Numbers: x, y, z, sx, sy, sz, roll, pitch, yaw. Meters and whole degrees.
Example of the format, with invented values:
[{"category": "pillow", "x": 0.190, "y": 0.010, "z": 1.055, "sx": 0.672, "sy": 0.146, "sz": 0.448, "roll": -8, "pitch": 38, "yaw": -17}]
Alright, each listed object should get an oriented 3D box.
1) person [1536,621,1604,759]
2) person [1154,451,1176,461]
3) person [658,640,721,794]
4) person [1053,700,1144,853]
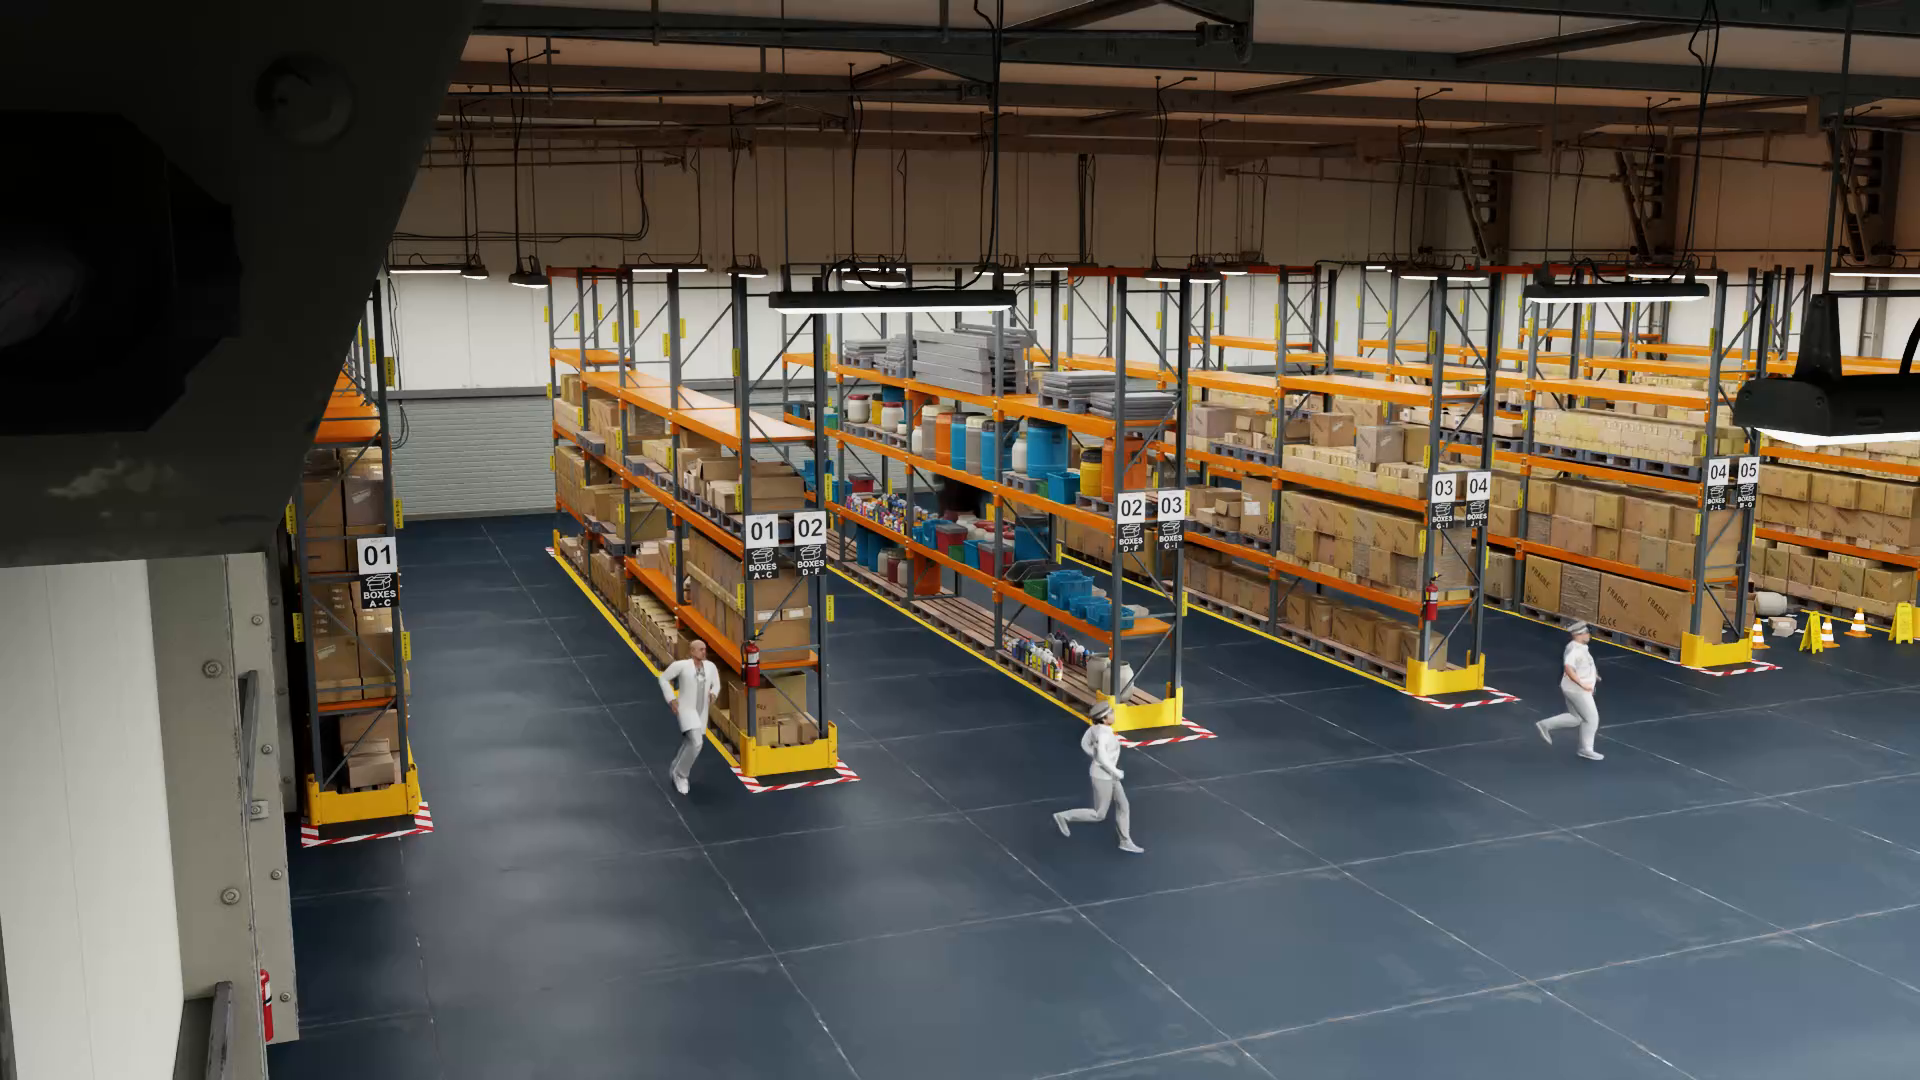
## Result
[{"category": "person", "x": 7.724, "y": 1.882, "z": 20.891, "sx": 0.809, "sy": 1.775, "sz": 0.663, "roll": 2, "pitch": 10, "yaw": 10}, {"category": "person", "x": 4.962, "y": -1.679, "z": 41.340, "sx": 0.619, "sy": 1.762, "sz": 0.775, "roll": -4, "pitch": 11, "yaw": -24}, {"category": "person", "x": -3.158, "y": 2.074, "z": 19.784, "sx": 0.722, "sy": 1.791, "sz": 0.681, "roll": 9, "pitch": 14, "yaw": 43}, {"category": "person", "x": 1.478, "y": 2.518, "z": 17.576, "sx": 0.976, "sy": 1.682, "sz": 0.597, "roll": 0, "pitch": 10, "yaw": 1}]
